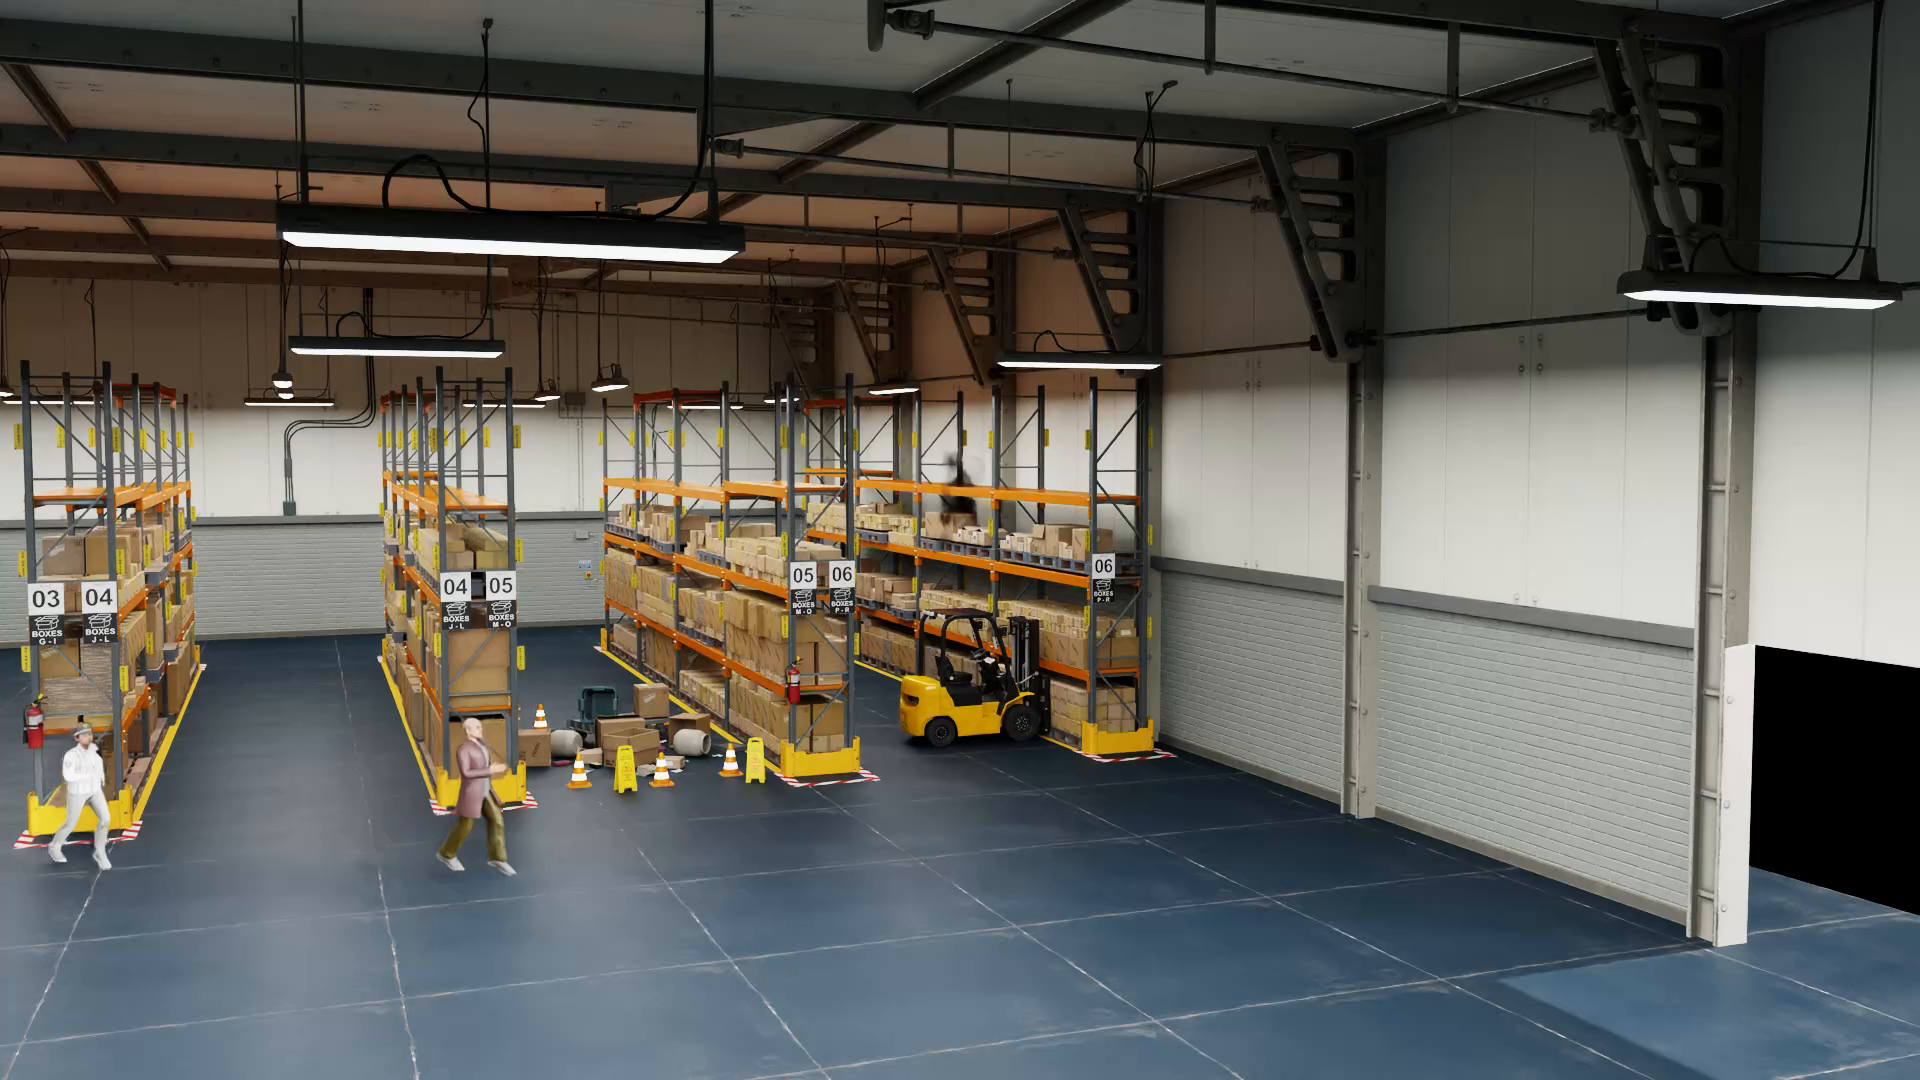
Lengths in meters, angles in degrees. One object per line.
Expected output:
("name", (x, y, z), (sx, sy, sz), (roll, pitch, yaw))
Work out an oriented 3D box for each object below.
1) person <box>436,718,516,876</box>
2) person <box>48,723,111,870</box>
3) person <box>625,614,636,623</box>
("person", (-5.587, 2.948, 19.097), (0.929, 1.832, 0.677), (1, 4, 15))
("person", (-10.260, 2.988, 19.476), (0.843, 1.741, 0.622), (2, 4, 27))
("person", (-8.054, 1.708, 41.081), (0.580, 1.633, 0.588), (1, 4, 13))
